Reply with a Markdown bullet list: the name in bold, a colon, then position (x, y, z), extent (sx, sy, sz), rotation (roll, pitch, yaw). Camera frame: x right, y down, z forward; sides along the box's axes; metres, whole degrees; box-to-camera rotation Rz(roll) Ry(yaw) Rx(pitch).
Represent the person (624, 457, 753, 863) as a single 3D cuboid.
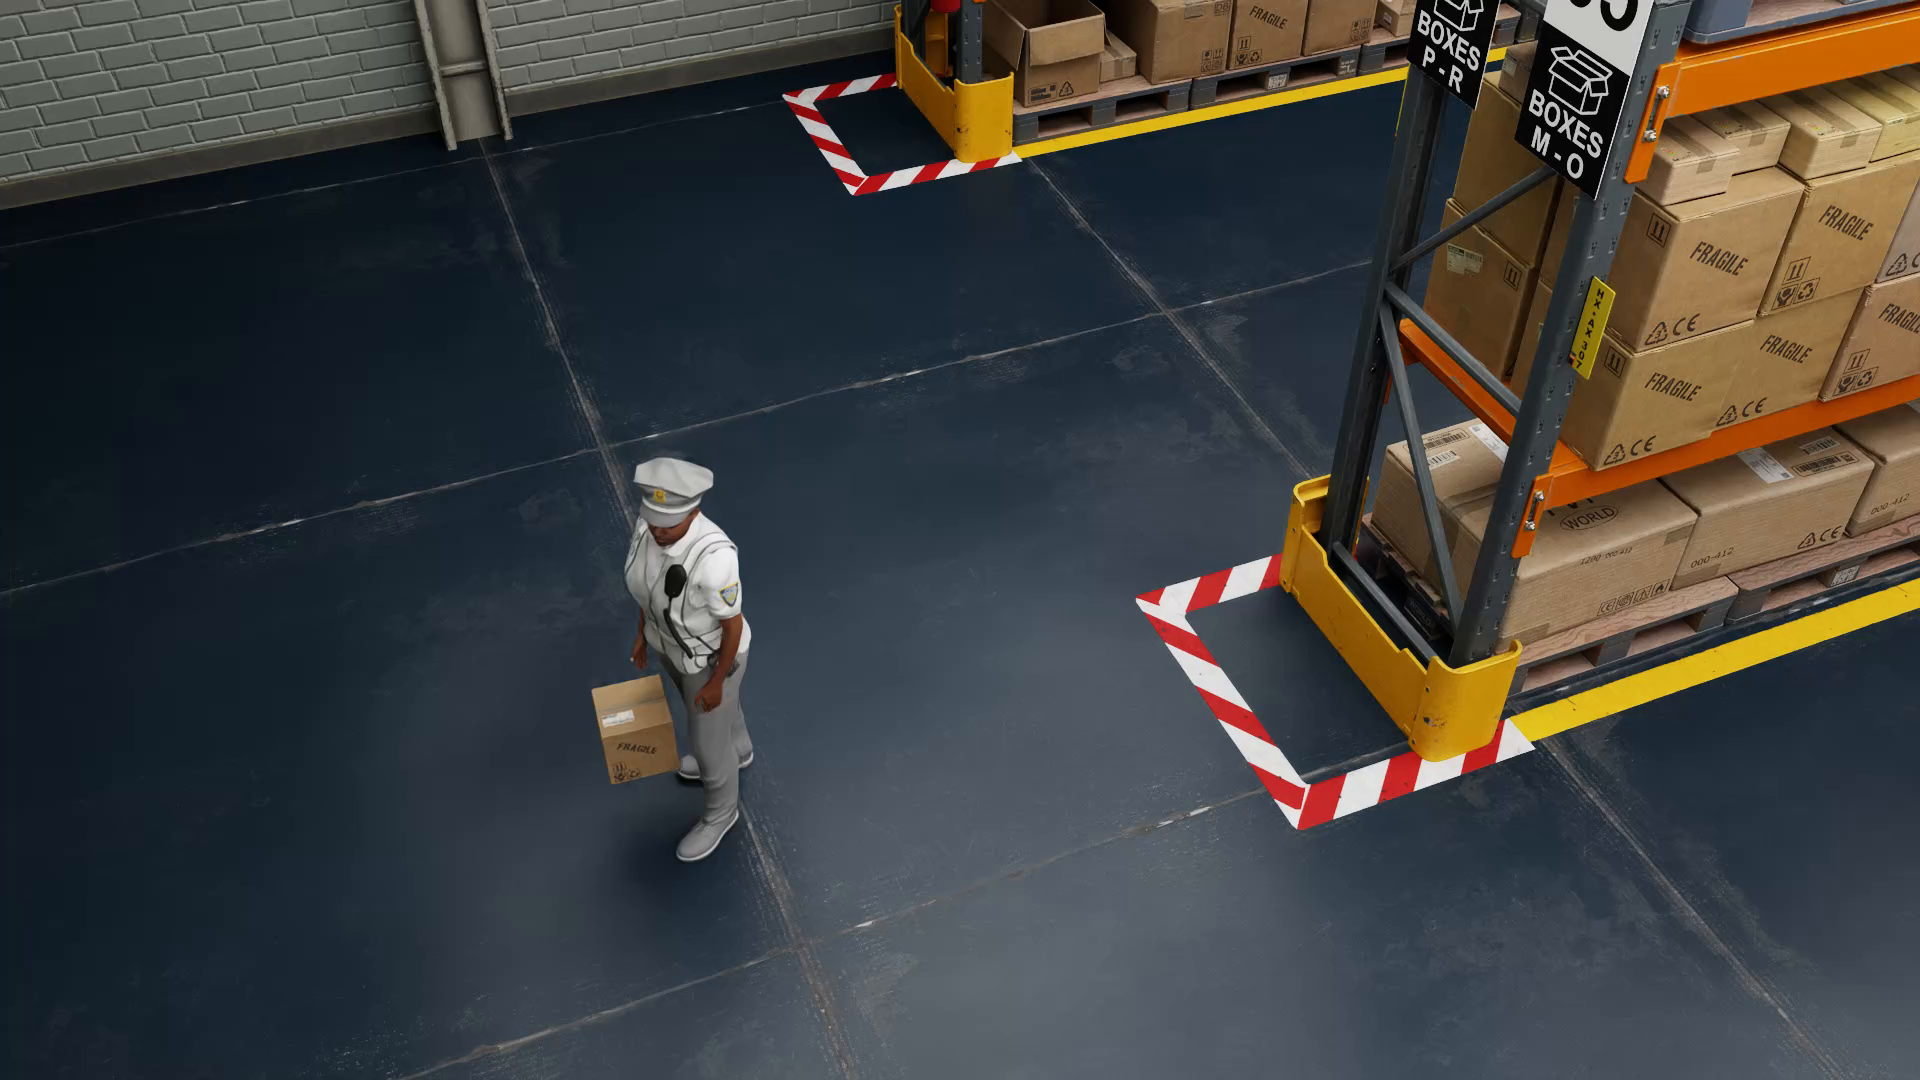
- **person**: position (-0.926, 0.381, 5.721), extent (0.504, 1.675, 0.481), rotation (-31, 51, -30)
